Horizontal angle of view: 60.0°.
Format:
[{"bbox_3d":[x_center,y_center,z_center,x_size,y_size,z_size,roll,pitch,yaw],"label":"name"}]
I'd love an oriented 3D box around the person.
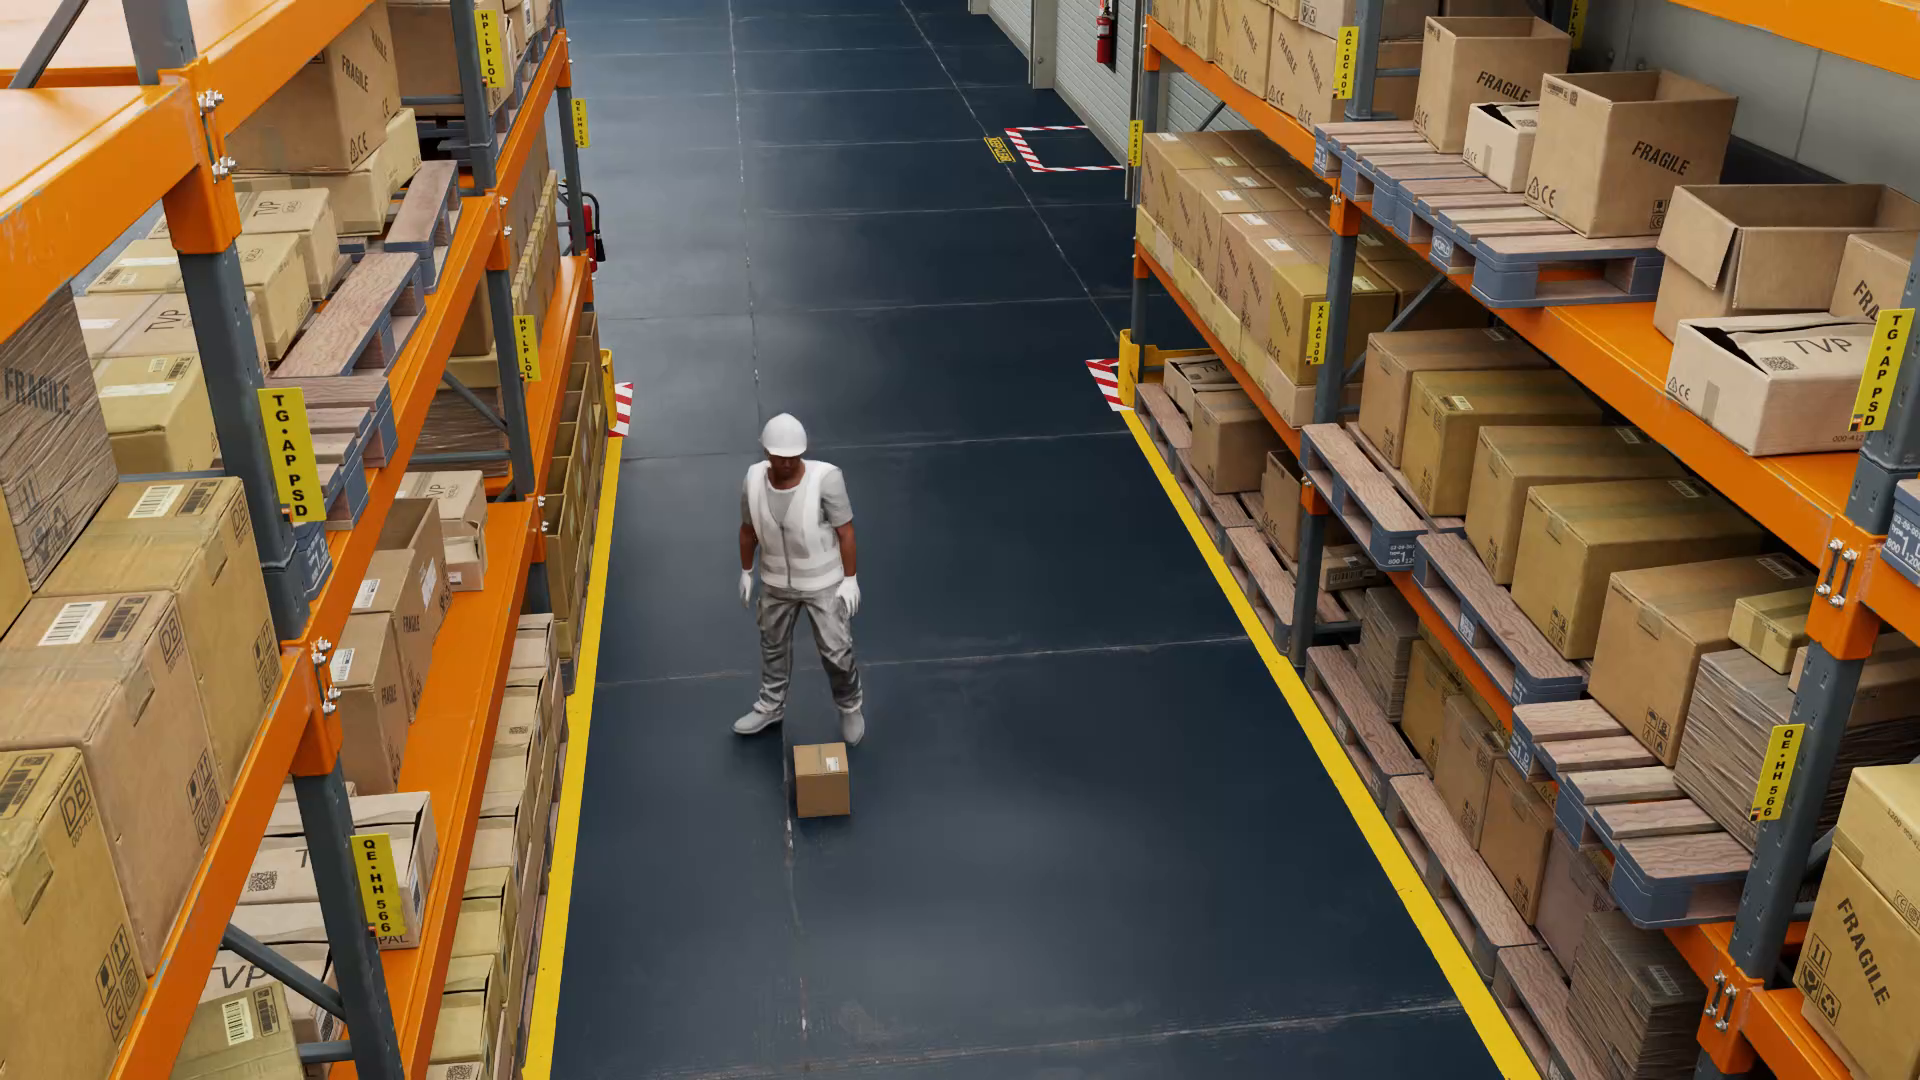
[{"bbox_3d":[-0.822,0.234,8.156,0.689,1.832,0.391,7,28,14],"label":"person"}]
